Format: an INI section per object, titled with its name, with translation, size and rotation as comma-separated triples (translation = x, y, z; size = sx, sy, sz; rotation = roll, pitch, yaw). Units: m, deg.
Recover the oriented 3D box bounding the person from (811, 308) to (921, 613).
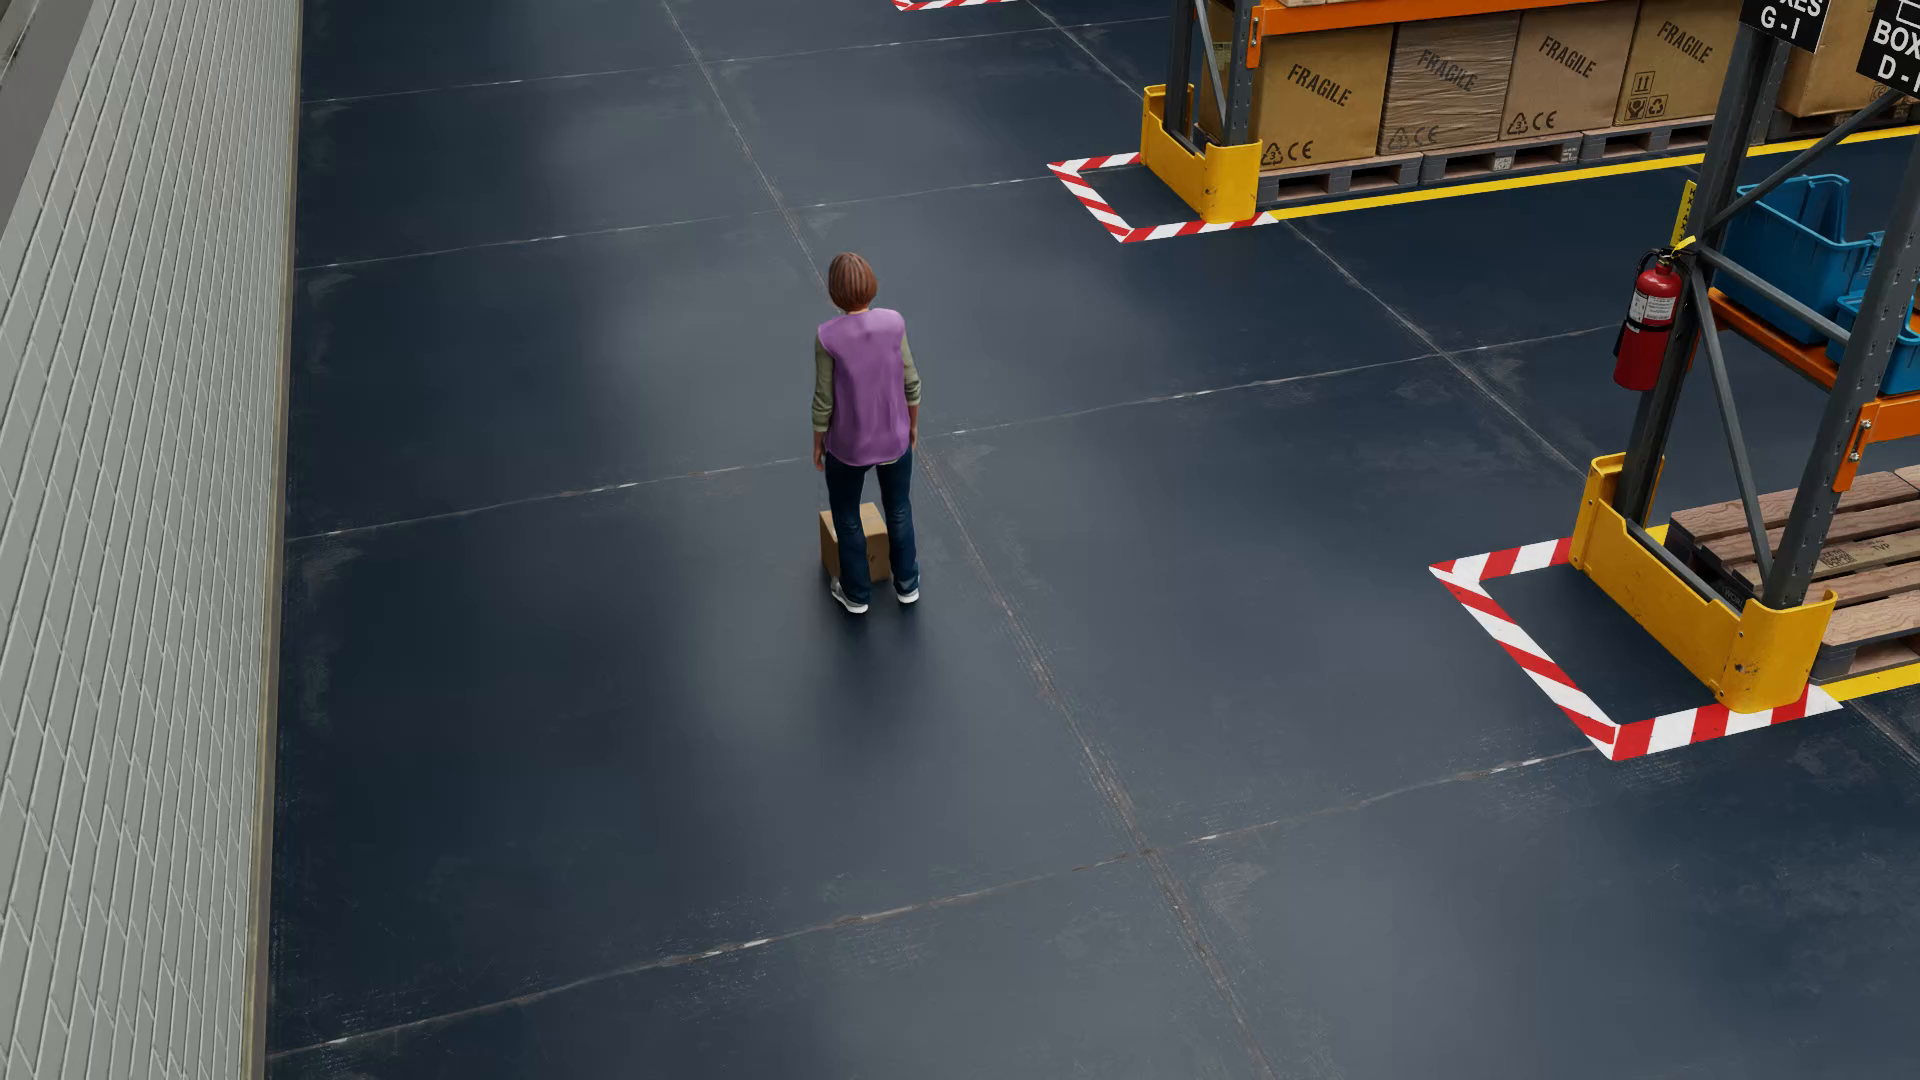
[person]
translation = -0.375, -0.317, 6.794
size = 0.472, 1.391, 0.346
rotation = -12, 36, -17
